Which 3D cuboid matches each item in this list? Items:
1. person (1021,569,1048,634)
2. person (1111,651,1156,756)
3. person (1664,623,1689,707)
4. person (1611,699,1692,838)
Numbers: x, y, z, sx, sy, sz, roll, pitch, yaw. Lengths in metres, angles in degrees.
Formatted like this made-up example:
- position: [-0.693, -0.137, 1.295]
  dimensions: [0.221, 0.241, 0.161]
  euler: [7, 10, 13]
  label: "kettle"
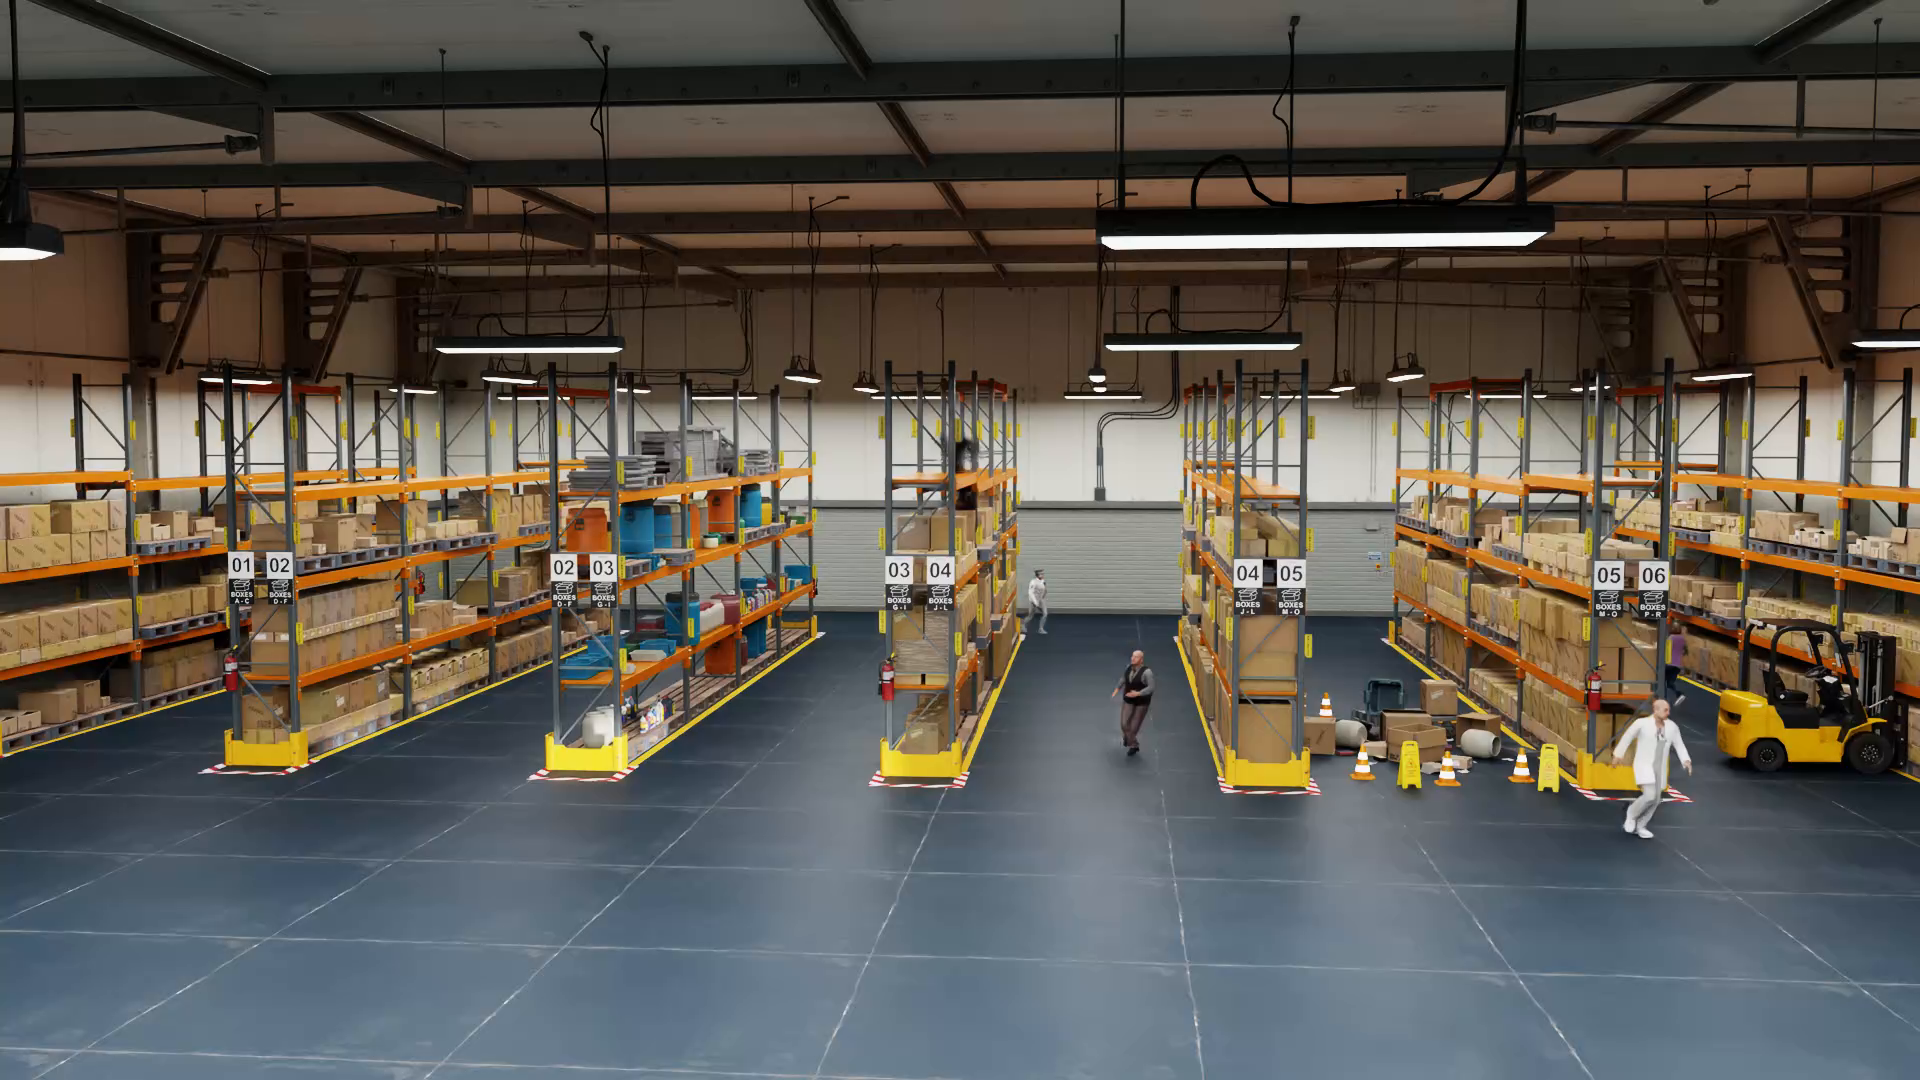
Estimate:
- position: [1.816, 1.489, 40.868]
  dimensions: [0.573, 1.606, 0.750]
  euler: [-3, 5, -37]
  label: "person"
- position: [2.717, 2.515, 25.774]
  dimensions: [0.756, 1.652, 0.610]
  euler: [2, 4, 27]
  label: "person"
- position: [12.872, 2.276, 29.907]
  dimensions: [0.576, 1.562, 0.731]
  euler: [-1, 4, -16]
  label: "person"
- position: [8.479, 2.805, 20.281]
  dimensions: [0.683, 1.723, 0.851]
  euler: [-1, 4, -13]
  label: "person"
